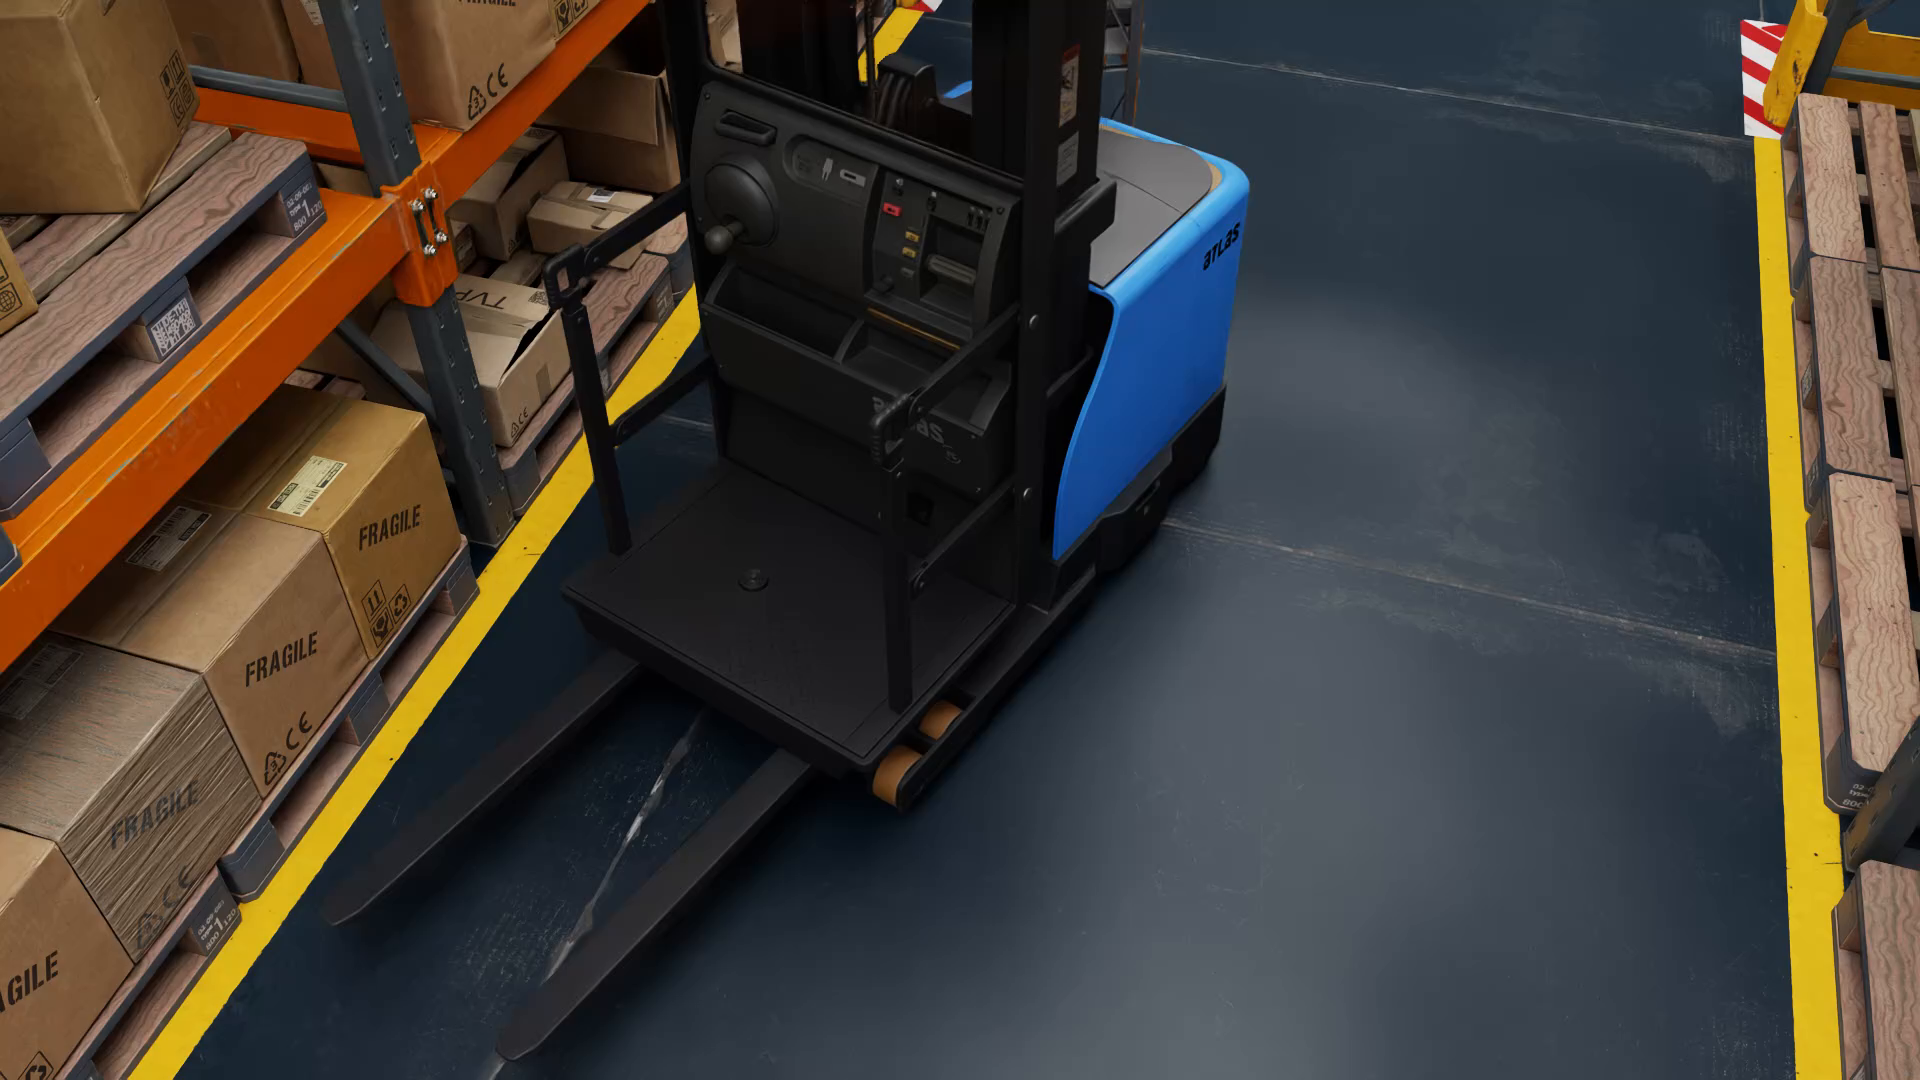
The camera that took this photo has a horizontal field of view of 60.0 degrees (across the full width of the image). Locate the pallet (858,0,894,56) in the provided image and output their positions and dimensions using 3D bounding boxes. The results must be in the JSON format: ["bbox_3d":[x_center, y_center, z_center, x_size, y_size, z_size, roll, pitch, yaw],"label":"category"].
[{"bbox_3d":[-0.960,-2.272,7.421,1.003,0.211,1.213,13,46,13],"label":"pallet"}]

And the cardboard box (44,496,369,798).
[{"bbox_3d":[-1.941,0.268,4.304,0.500,0.500,0.500,13,46,13],"label":"cardboard box"}]

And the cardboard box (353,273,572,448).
[{"bbox_3d":[-1.574,-0.615,5.342,0.500,0.311,0.500,13,46,13],"label":"cardboard box"}]

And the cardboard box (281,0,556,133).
[{"bbox_3d":[-1.493,-1.503,4.570,0.500,0.500,0.500,14,46,14],"label":"cardboard box"}]

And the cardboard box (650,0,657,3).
[{"bbox_3d":[-1.434,-2.057,6.859,0.500,0.250,0.500,13,46,13],"label":"cardboard box"}]

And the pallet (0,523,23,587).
[{"bbox_3d":[-2.534,0.253,2.984,1.003,0.211,1.213,13,46,13],"label":"pallet"}]

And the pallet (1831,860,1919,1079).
[{"bbox_3d":[2.539,1.369,3.700,1.003,0.211,1.213,13,46,13],"label":"pallet"}]

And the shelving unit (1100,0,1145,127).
[{"bbox_3d":[0.334,-1.650,5.435,0.431,2.100,0.503,-5,45,-5],"label":"shelving unit"}]

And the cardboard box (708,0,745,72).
[{"bbox_3d":[-0.942,-1.984,6.785,0.500,0.250,0.500,13,46,13],"label":"cardboard box"}]

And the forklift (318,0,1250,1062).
[{"bbox_3d":[-0.403,-0.714,3.884,1.130,2.935,3.031,26,50,24],"label":"forklift"}]

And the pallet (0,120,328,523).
[{"bbox_3d":[-2.253,-0.607,3.863,1.003,0.211,1.213,13,46,13],"label":"pallet"}]

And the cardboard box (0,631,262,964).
[{"bbox_3d":[-2.094,0.603,3.962,0.500,0.500,0.500,13,46,13],"label":"cardboard box"}]

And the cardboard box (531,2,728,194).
[{"bbox_3d":[-1.343,-1.703,6.316,0.797,0.503,0.637,13,46,13],"label":"cardboard box"}]

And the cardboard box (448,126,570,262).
[{"bbox_3d":[-1.778,-1.321,6.063,0.500,0.311,0.500,13,46,13],"label":"cardboard box"}]

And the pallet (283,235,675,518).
[{"bbox_3d":[-1.698,-0.646,5.759,1.003,0.211,1.213,13,46,13],"label":"pallet"}]

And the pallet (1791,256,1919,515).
[{"bbox_3d":[3.366,-0.451,5.560,1.003,0.211,1.213,13,46,13],"label":"pallet"}]

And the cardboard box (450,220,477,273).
[{"bbox_3d":[-1.949,-1.026,5.877,0.380,0.149,0.250,13,46,13],"label":"cardboard box"}]

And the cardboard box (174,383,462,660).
[{"bbox_3d":[-1.784,-0.059,4.639,0.500,0.500,0.500,12,46,12],"label":"cardboard box"}]

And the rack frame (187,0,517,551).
[{"bbox_3d":[-1.907,-1.185,4.316,1.000,3.000,0.127,13,46,13],"label":"rack frame"}]

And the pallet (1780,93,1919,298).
[{"bbox_3d":[3.737,-1.262,6.388,1.003,0.211,1.213,13,46,13],"label":"pallet"}]

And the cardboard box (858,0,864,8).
[{"bbox_3d":[-0.626,-2.701,7.338,0.500,0.500,0.500,13,46,13],"label":"cardboard box"}]

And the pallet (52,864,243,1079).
[{"bbox_3d":[-2.485,1.178,3.896,1.003,0.211,1.213,13,46,13],"label":"pallet"}]

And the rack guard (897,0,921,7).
[{"bbox_3d":[-0.719,-2.907,7.863,1.175,0.500,0.348,13,46,13],"label":"rack guard"}]

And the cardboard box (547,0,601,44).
[{"bbox_3d":[-1.341,-1.845,4.919,0.500,0.500,0.500,13,46,13],"label":"cardboard box"}]

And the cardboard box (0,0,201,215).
[{"bbox_3d":[-2.264,-1.102,3.860,0.700,0.500,0.500,-1,44,-1],"label":"cardboard box"}]

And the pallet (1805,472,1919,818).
[{"bbox_3d":[2.998,0.365,4.726,1.003,0.211,1.213,13,46,13],"label":"pallet"}]

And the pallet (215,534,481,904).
[{"bbox_3d":[-2.118,0.362,4.729,1.003,0.211,1.213,13,46,13],"label":"pallet"}]

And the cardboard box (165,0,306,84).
[{"bbox_3d":[-2.000,-1.608,4.677,0.500,0.500,0.500,13,46,13],"label":"cardboard box"}]

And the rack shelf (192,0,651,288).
[{"bbox_3d":[-1.302,-2.261,5.930,1.077,0.370,4.000,13,46,13],"label":"rack shelf"}]

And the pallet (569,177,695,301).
[{"bbox_3d":[-1.331,-1.462,6.593,1.003,0.211,1.213,13,46,13],"label":"pallet"}]

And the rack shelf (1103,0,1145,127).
[{"bbox_3d":[0.334,-1.640,5.444,0.431,0.518,0.480,-5,45,-5],"label":"rack shelf"}]

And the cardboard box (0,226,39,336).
[{"bbox_3d":[-2.412,-0.631,3.378,0.700,0.500,0.500,19,48,19],"label":"cardboard box"}]

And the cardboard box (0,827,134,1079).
[{"bbox_3d":[-2.245,0.942,3.615,0.500,0.500,0.500,11,45,11],"label":"cardboard box"}]

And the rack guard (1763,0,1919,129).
[{"bbox_3d":[4.019,-1.925,6.860,1.175,0.500,0.348,13,46,13],"label":"rack guard"}]

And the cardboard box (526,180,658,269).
[{"bbox_3d":[-1.322,-1.142,5.984,0.380,0.166,0.250,13,46,13],"label":"cardboard box"}]

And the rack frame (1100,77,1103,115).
[{"bbox_3d":[0.302,-1.819,5.608,0.400,2.100,0.015,-5,45,-5],"label":"rack frame"}]

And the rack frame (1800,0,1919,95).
[{"bbox_3d":[4.024,-2.800,5.966,1.000,3.000,0.127,13,46,13],"label":"rack frame"}]

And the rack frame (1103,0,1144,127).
[{"bbox_3d":[0.366,-1.481,5.262,0.400,2.100,0.015,-5,45,-5],"label":"rack frame"}]

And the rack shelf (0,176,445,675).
[{"bbox_3d":[-2.513,0.405,3.206,1.077,0.370,4.000,13,46,13],"label":"rack shelf"}]

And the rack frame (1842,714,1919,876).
[{"bbox_3d":[2.812,-0.133,3.242,1.000,3.000,0.127,13,46,13],"label":"rack frame"}]

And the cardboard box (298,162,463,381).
[{"bbox_3d":[-2.005,-0.889,5.486,0.500,0.500,0.500,13,46,13],"label":"cardboard box"}]
